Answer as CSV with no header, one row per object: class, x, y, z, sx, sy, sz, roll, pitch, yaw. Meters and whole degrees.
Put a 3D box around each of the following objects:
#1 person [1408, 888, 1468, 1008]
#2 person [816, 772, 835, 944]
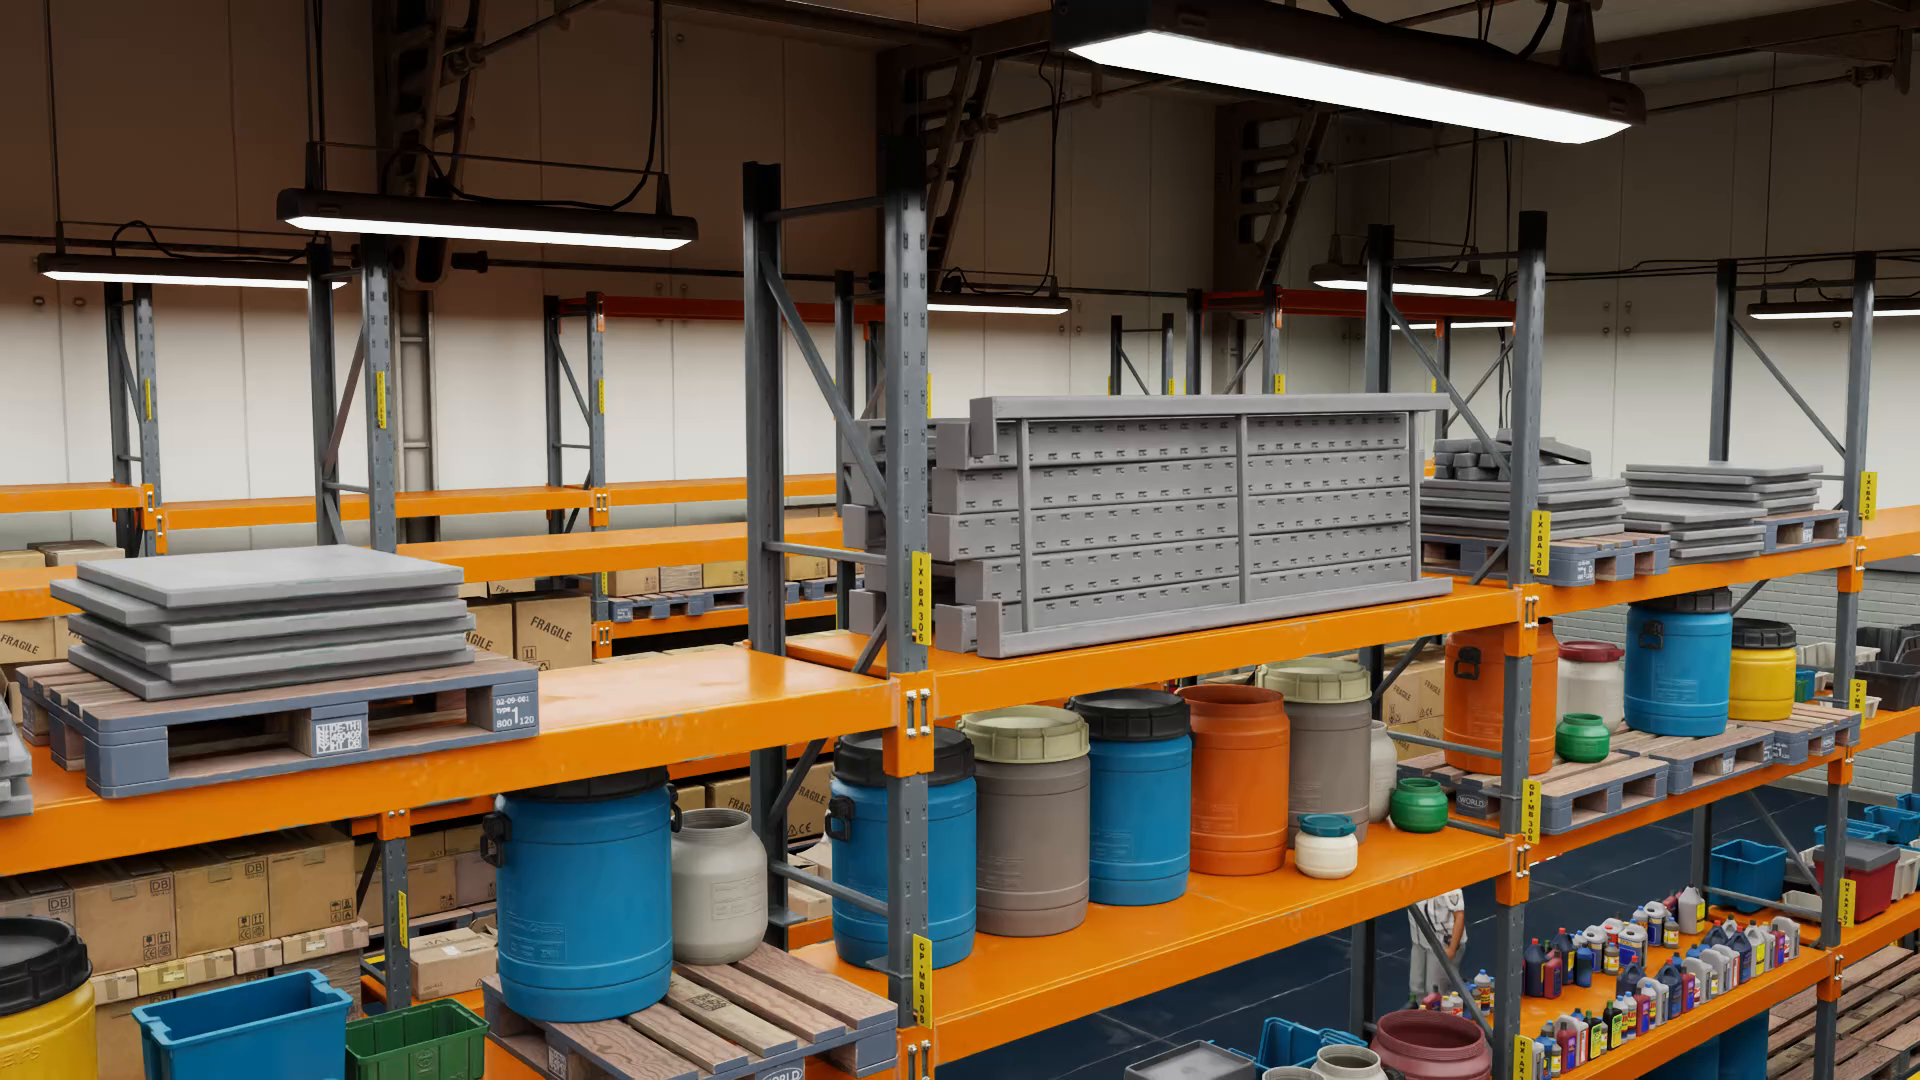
person,3.712,3.121,12.855,0.552,1.647,0.553,-2,6,-20
person,-1.100,2.884,14.957,0.868,1.629,0.500,-3,6,-29
